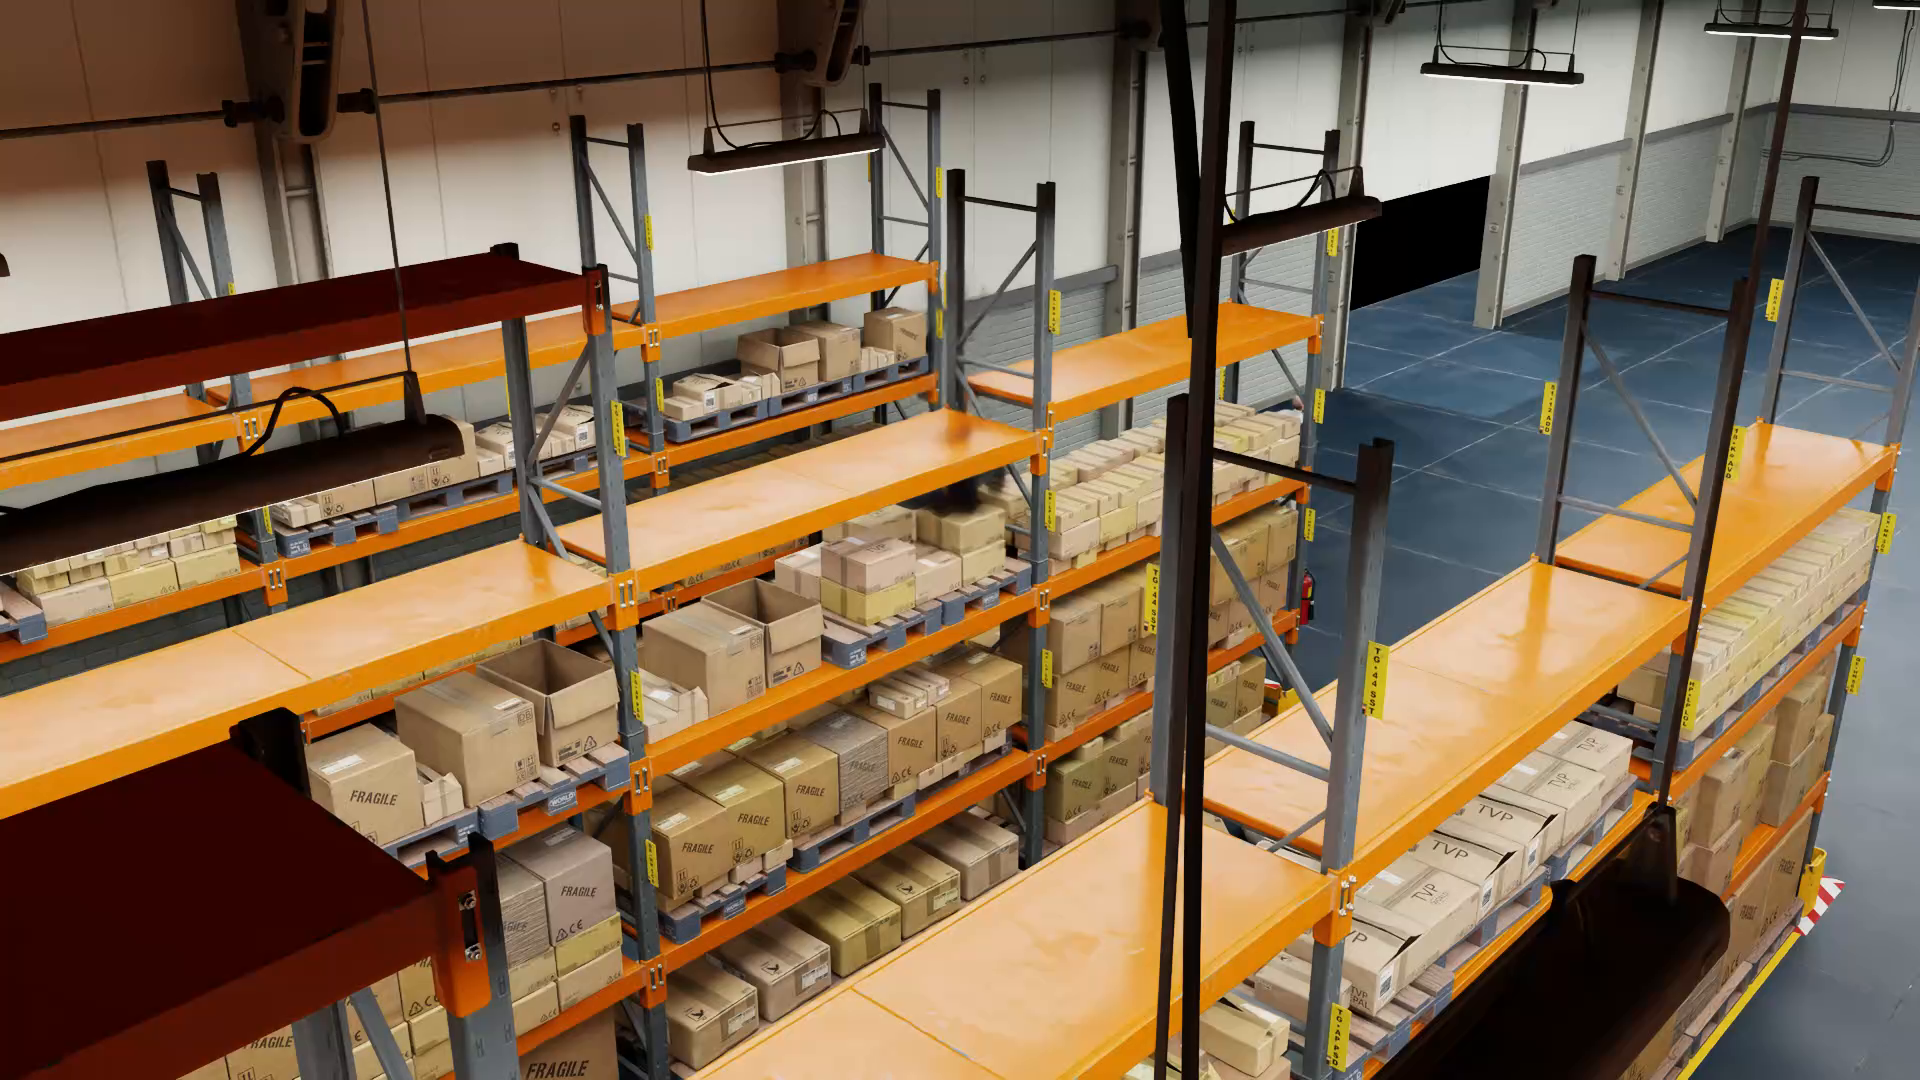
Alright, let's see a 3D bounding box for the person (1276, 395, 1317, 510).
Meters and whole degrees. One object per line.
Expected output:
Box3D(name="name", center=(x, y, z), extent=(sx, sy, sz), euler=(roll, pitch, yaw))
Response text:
Box3D(name="person", center=(4.526, -1.141, 22.582), extent=(0.711, 1.745, 0.602), euler=(16, 26, 35))
